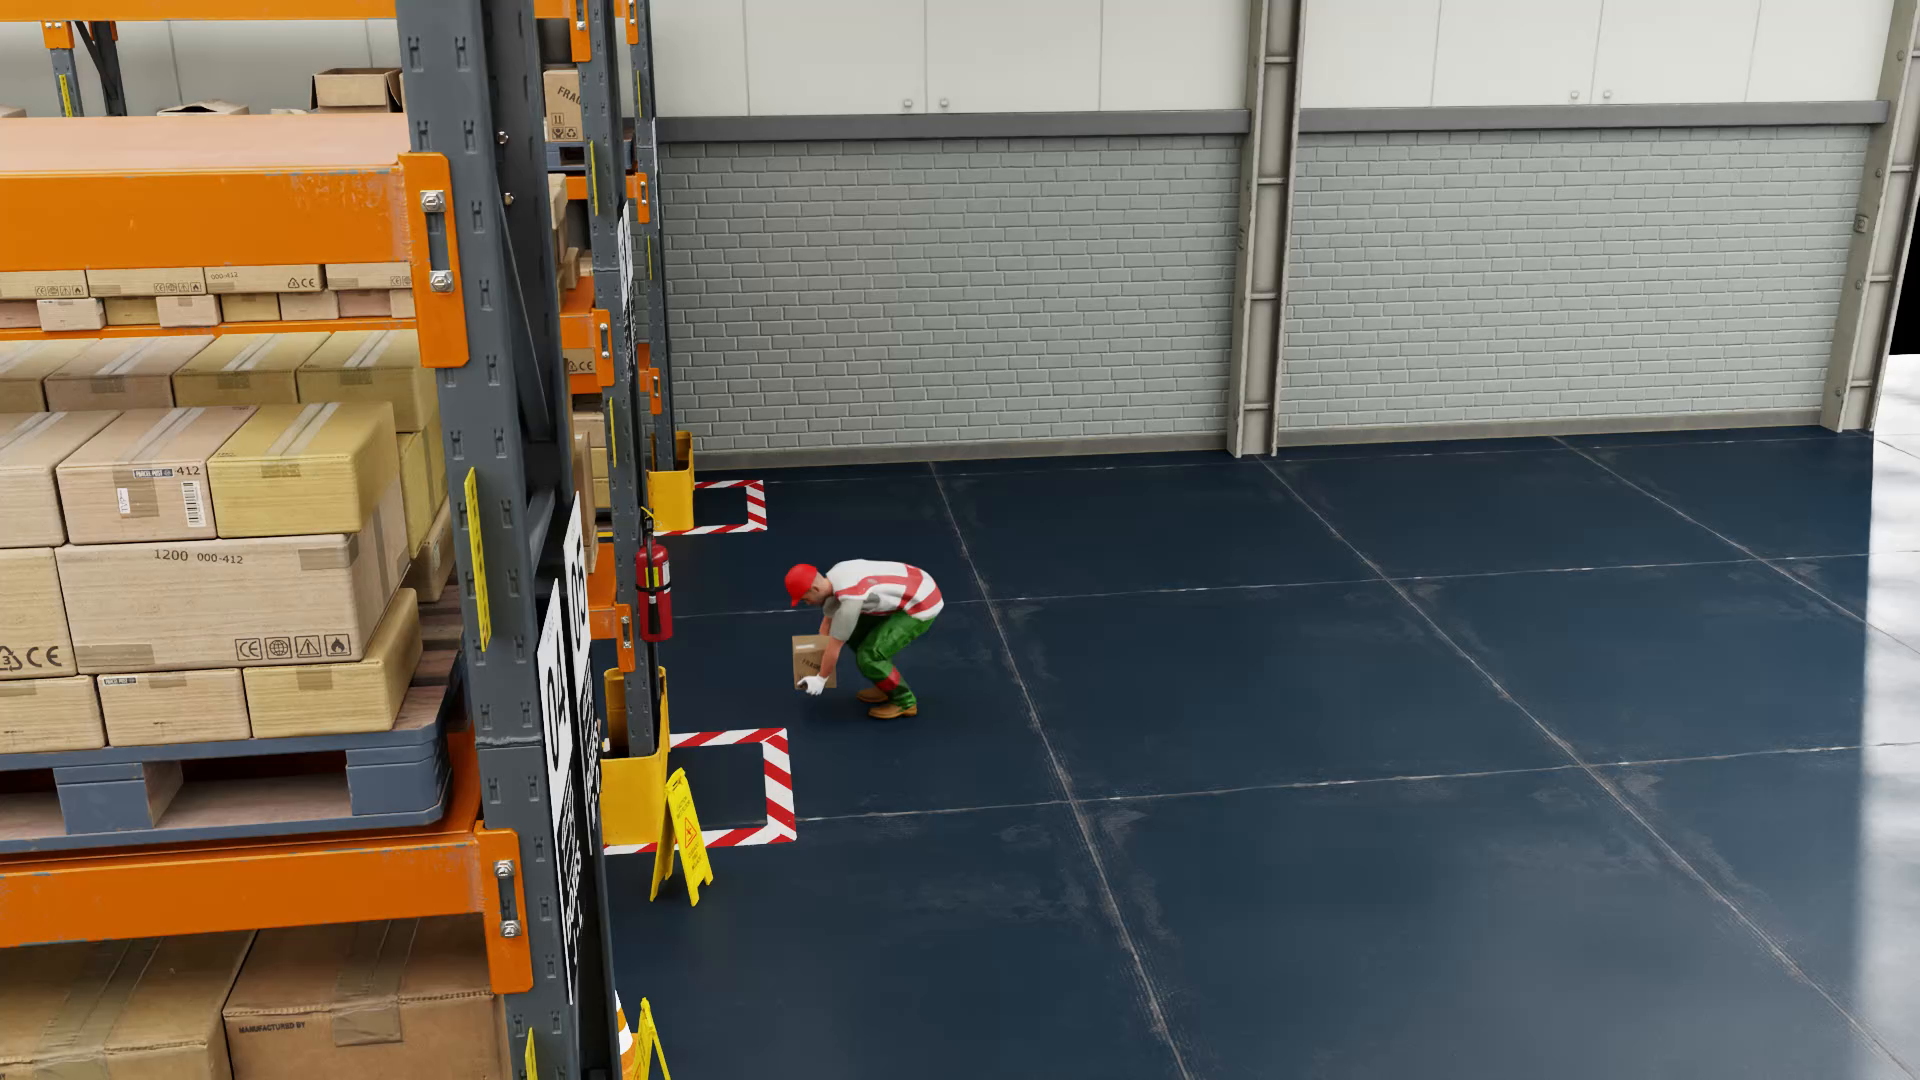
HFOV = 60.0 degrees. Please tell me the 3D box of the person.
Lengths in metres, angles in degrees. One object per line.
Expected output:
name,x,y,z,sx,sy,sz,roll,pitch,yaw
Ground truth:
person,-0.576,0.582,10.107,0.950,0.986,0.530,-4,20,-10
